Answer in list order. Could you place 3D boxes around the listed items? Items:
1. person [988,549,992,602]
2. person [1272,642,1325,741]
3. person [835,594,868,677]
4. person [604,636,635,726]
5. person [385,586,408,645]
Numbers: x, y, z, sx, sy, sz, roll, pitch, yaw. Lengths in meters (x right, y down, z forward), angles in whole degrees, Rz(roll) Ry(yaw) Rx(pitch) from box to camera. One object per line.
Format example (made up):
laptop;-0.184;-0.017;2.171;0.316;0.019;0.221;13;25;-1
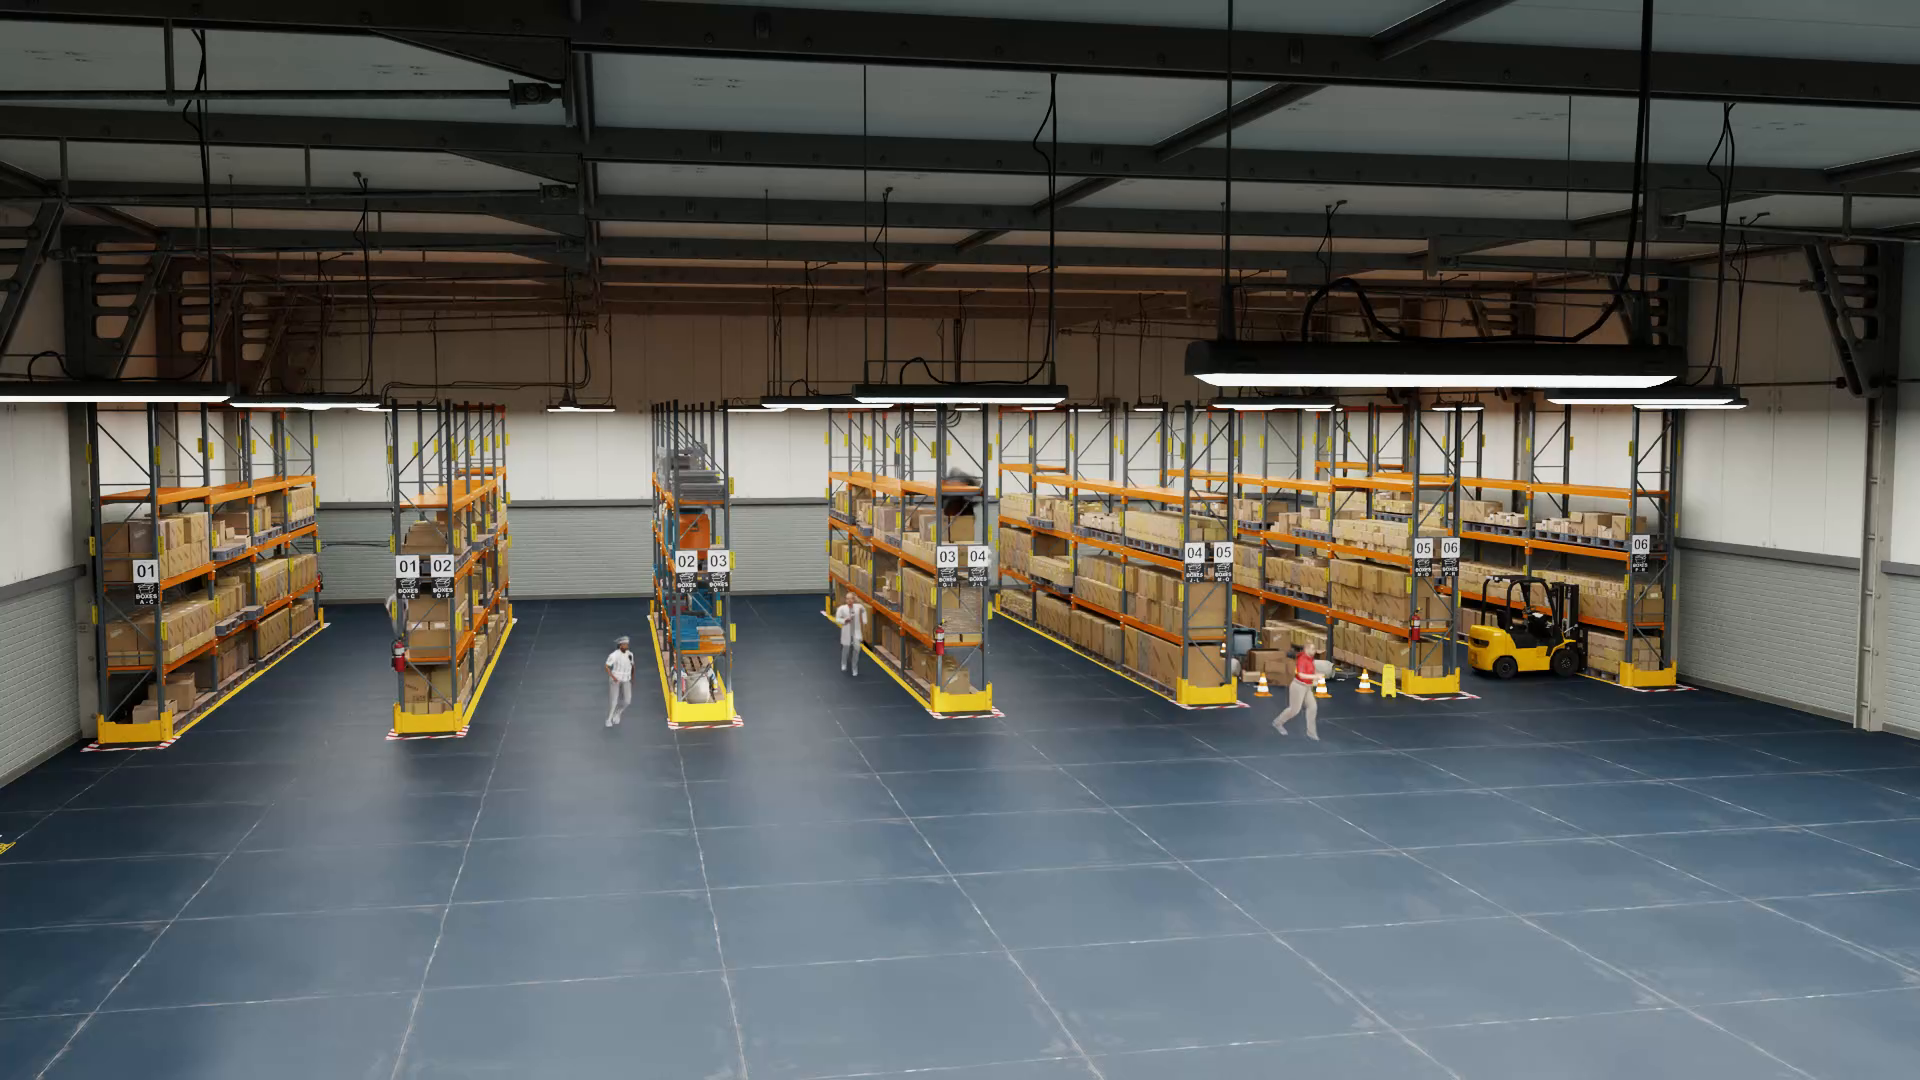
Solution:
person;0.740;1.144;49.346;0.674;1.793;0.657;-3;5;-36
person;5.989;2.683;29.383;0.952;1.791;0.677;3;5;31
person;-2.390;2.079;36.648;0.727;1.824;0.973;-1;4;-9
person;-6.227;2.593;30.661;0.635;1.635;0.550;-3;5;-33
person;-13.728;1.892;40.576;0.553;1.567;0.534;-1;4;-14
